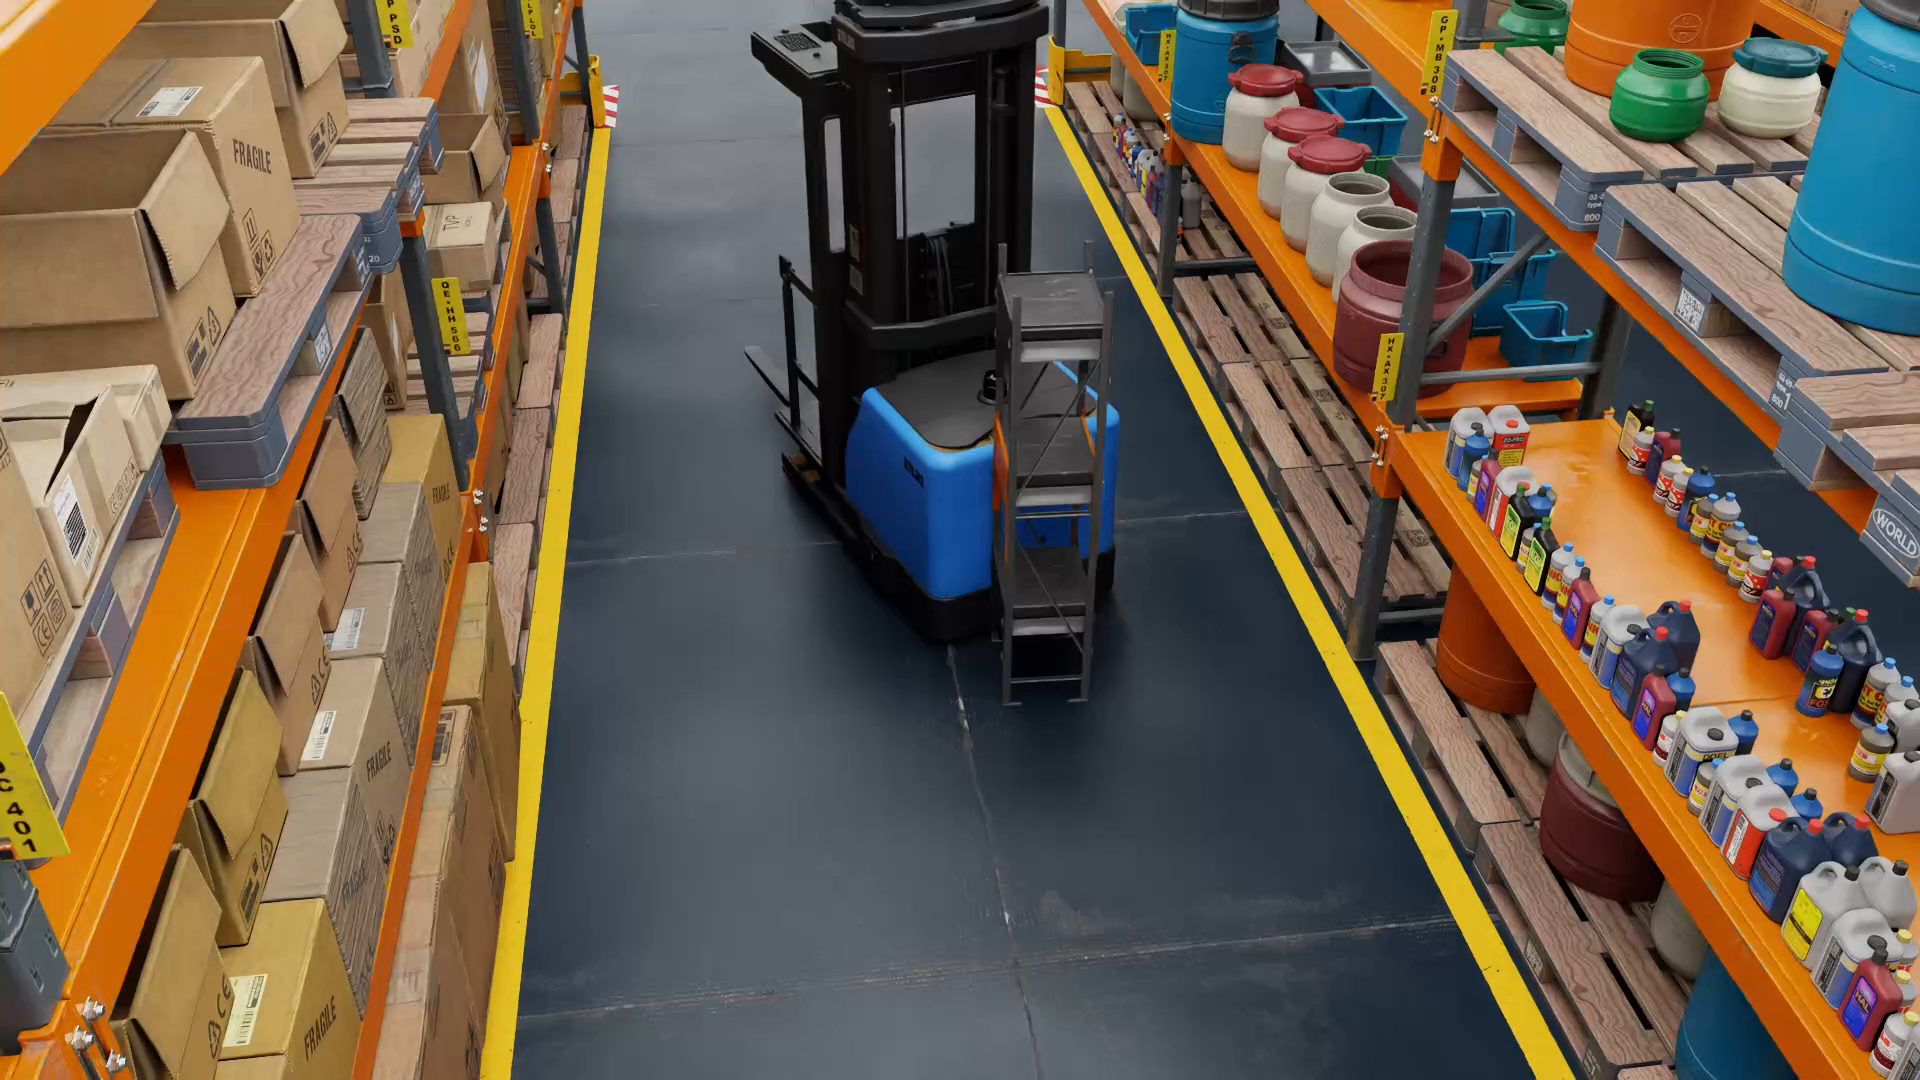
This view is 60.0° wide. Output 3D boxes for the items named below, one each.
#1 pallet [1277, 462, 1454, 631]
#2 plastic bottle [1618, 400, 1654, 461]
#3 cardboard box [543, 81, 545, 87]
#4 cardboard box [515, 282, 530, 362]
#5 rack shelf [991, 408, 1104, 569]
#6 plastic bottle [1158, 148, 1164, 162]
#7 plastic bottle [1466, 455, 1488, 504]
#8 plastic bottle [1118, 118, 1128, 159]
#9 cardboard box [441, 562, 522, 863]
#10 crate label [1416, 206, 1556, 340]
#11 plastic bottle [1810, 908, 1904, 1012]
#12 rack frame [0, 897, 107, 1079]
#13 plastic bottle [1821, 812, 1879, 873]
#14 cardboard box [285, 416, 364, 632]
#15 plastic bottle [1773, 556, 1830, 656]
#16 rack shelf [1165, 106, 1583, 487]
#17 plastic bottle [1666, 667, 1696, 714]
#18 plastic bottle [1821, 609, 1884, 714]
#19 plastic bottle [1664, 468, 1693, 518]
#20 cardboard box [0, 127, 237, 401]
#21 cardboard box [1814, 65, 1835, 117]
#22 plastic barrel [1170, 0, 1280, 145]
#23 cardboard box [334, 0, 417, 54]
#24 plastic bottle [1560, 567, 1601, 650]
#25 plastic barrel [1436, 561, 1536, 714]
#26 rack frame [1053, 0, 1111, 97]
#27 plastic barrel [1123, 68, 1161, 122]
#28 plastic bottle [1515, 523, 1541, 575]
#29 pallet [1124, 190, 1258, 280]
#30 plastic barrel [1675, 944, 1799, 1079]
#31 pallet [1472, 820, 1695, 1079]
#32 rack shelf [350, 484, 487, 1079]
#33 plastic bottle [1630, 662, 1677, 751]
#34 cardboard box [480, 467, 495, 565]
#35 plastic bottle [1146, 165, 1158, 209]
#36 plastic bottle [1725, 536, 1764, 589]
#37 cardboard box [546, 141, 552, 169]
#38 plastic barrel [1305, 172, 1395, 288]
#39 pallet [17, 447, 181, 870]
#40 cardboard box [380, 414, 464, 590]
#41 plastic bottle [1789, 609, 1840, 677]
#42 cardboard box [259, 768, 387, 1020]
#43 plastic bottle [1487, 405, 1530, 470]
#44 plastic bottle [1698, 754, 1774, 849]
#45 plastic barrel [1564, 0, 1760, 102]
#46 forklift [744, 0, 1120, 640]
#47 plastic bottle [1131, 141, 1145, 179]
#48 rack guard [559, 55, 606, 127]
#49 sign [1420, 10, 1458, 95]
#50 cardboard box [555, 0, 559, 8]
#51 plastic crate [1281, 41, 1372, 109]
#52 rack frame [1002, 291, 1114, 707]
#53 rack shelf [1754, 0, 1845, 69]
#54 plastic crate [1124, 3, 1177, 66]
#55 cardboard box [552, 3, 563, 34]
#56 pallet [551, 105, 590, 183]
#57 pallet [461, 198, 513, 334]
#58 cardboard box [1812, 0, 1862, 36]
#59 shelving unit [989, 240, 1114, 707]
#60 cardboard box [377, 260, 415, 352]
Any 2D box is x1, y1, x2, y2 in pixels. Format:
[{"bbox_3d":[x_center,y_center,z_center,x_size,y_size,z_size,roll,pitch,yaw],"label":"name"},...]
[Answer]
[{"bbox_3d":[2.318,-0.003,8.695,1.003,0.211,1.213,-4,35,-6],"label":"pallet"},{"bbox_3d":[2.861,-0.478,7.020,0.061,0.283,0.133,-4,35,-6],"label":"plastic bottle"},{"bbox_3d":[-2.875,-2.894,10.684,0.380,0.149,0.250,-4,35,-6],"label":"cardboard box"},{"bbox_3d":[-3.001,-1.381,10.071,0.700,0.500,0.500,-7,35,-10],"label":"cardboard box"},{"bbox_3d":[0.379,-0.231,7.375,0.431,0.518,0.480,-3,34,-5],"label":"rack shelf"},{"bbox_3d":[1.492,-2.735,12.250,0.061,0.283,0.133,-4,35,-6],"label":"plastic bottle"},{"bbox_3d":[2.123,-0.251,6.759,0.097,0.201,0.097,0,34,0],"label":"plastic bottle"},{"bbox_3d":[1.255,-3.080,12.756,0.061,0.283,0.133,-4,34,-6],"label":"plastic bottle"},{"bbox_3d":[-2.452,0.746,6.633,1.225,0.875,0.875,-6,35,-9],"label":"cardboard box"},{"bbox_3d":[2.518,-1.309,8.105,0.502,0.435,0.616,-4,35,-6],"label":"crate label"},{"bbox_3d":[2.499,1.164,4.617,0.152,0.276,0.135,-4,35,-6],"label":"plastic bottle"},{"bbox_3d":[-1.986,1.887,3.445,1.000,3.000,0.127,-4,35,-6],"label":"rack frame"},{"bbox_3d":[2.592,0.931,4.893,0.144,0.351,0.185,-4,35,-6],"label":"plastic bottle"},{"bbox_3d":[-2.357,-0.027,5.276,0.797,0.503,0.637,-4,34,-5],"label":"cardboard box"},{"bbox_3d":[2.995,0.224,5.930,0.144,0.351,0.185,-4,35,-6],"label":"plastic bottle"},{"bbox_3d":[2.115,-1.539,9.112,1.077,0.370,4.000,-4,35,-6],"label":"rack shelf"},{"bbox_3d":[2.382,0.539,5.539,0.097,0.271,0.097,0,34,0],"label":"plastic bottle"},{"bbox_3d":[3.037,0.401,5.670,0.144,0.351,0.185,-4,35,-6],"label":"plastic bottle"},{"bbox_3d":[2.902,-0.195,6.678,0.097,0.201,0.097,0,34,0],"label":"plastic bottle"},{"bbox_3d":[-2.228,-0.662,4.058,0.797,0.503,0.637,-5,35,-7],"label":"cardboard box"},{"bbox_3d":[6.420,-3.194,12.305,0.500,0.500,0.500,-4,35,-6],"label":"cardboard box"},{"bbox_3d":[1.597,-2.921,10.055,0.600,0.901,0.708,-4,35,-6],"label":"plastic barrel"},{"bbox_3d":[-2.333,-2.114,6.121,0.500,0.500,0.500,-4,34,-6],"label":"cardboard box"},{"bbox_3d":[2.232,0.243,5.963,0.061,0.283,0.133,-4,35,-6],"label":"plastic bottle"},{"bbox_3d":[2.466,0.275,7.365,0.600,0.830,0.708,-4,35,-6],"label":"plastic barrel"},{"bbox_3d":[1.308,-5.184,13.822,1.000,3.000,0.127,-4,35,-6],"label":"rack frame"},{"bbox_3d":[1.539,-3.688,13.464,0.421,0.512,0.421,0,34,0],"label":"plastic barrel"},{"bbox_3d":[2.190,0.028,6.351,0.097,0.201,0.097,0,34,0],"label":"plastic bottle"},{"bbox_3d":[1.797,-2.178,11.886,1.003,0.211,1.213,-4,35,-6],"label":"pallet"},{"bbox_3d":[2.770,1.506,5.496,0.600,0.901,0.708,-4,35,-6],"label":"plastic barrel"},{"bbox_3d":[2.692,1.549,6.419,1.003,0.211,1.213,-4,35,-6],"label":"pallet"},{"bbox_3d":[-2.255,1.069,5.286,1.077,0.370,4.000,-4,35,-6],"label":"rack shelf"},{"bbox_3d":[2.306,0.550,5.512,0.061,0.283,0.133,-4,35,-6],"label":"plastic bottle"},{"bbox_3d":[-2.722,-0.174,8.300,0.700,0.500,0.500,-7,35,-10],"label":"cardboard box"},{"bbox_3d":[1.384,-2.544,11.969,0.061,0.283,0.133,-2,34,-3],"label":"plastic bottle"},{"bbox_3d":[2.968,0.076,6.280,0.097,0.201,0.097,0,34,0],"label":"plastic bottle"},{"bbox_3d":[-3.353,-2.918,12.344,0.500,0.500,0.500,-1,34,-2],"label":"cardboard box"},{"bbox_3d":[1.977,-1.559,8.403,0.421,0.512,0.421,0,34,0],"label":"plastic barrel"},{"bbox_3d":[-2.159,0.219,3.400,0.805,0.209,1.217,-6,35,-8],"label":"pallet"},{"bbox_3d":[-2.212,-0.129,6.316,0.500,0.500,0.500,-3,34,-5],"label":"cardboard box"},{"bbox_3d":[2.997,0.342,5.817,0.061,0.283,0.133,-4,35,-6],"label":"plastic bottle"},{"bbox_3d":[-1.936,1.011,4.643,0.500,0.500,0.500,-5,35,-7],"label":"cardboard box"},{"bbox_3d":[2.272,-0.414,6.933,0.152,0.276,0.135,-4,35,-6],"label":"plastic bottle"},{"bbox_3d":[2.413,0.808,5.140,0.152,0.276,0.135,-4,35,-6],"label":"plastic bottle"},{"bbox_3d":[2.457,-1.993,5.722,0.600,0.830,0.708,-4,35,-6],"label":"plastic barrel"},{"bbox_3d":[-0.343,-1.540,8.535,1.130,2.935,3.031,-16,37,-22],"label":"forklift"},{"bbox_3d":[1.330,-2.843,12.419,0.097,0.271,0.097,0,34,0],"label":"plastic bottle"},{"bbox_3d":[-3.590,-3.734,13.913,1.175,0.500,0.348,-4,35,-6],"label":"rack guard"},{"bbox_3d":[1.839,-1.870,6.389,0.100,0.325,0.005,-4,35,-6],"label":"sign"},{"bbox_3d":[-3.343,-4.112,11.896,0.875,0.500,0.500,-4,35,-6],"label":"cardboard box"},{"bbox_3d":[2.214,-2.731,10.166,0.402,0.464,0.583,-4,35,-6],"label":"plastic crate"},{"bbox_3d":[0.403,-0.106,7.167,0.400,2.100,0.015,-3,34,-5],"label":"rack frame"},{"bbox_3d":[6.486,-4.144,12.934,1.077,0.370,4.000,-4,35,-6],"label":"rack shelf"},{"bbox_3d":[1.428,-3.487,11.465,0.499,0.251,0.616,-4,35,-6],"label":"plastic crate"},{"bbox_3d":[-3.052,-3.733,11.915,0.380,0.149,0.250,-4,35,-6],"label":"cardboard box"},{"bbox_3d":[-3.516,-3.158,13.325,1.003,0.211,1.213,-4,35,-6],"label":"pallet"},{"bbox_3d":[-2.831,-1.367,8.391,1.003,0.211,1.213,-4,35,-6],"label":"pallet"},{"bbox_3d":[6.611,-3.907,11.860,0.700,0.500,0.500,-5,35,-7],"label":"cardboard box"},{"bbox_3d":[0.379,-0.242,7.368,0.431,2.100,0.503,-3,34,-5],"label":"shelving unit"},{"bbox_3d":[-2.811,-1.162,7.458,0.700,0.500,0.500,0,34,1],"label":"cardboard box"}]
